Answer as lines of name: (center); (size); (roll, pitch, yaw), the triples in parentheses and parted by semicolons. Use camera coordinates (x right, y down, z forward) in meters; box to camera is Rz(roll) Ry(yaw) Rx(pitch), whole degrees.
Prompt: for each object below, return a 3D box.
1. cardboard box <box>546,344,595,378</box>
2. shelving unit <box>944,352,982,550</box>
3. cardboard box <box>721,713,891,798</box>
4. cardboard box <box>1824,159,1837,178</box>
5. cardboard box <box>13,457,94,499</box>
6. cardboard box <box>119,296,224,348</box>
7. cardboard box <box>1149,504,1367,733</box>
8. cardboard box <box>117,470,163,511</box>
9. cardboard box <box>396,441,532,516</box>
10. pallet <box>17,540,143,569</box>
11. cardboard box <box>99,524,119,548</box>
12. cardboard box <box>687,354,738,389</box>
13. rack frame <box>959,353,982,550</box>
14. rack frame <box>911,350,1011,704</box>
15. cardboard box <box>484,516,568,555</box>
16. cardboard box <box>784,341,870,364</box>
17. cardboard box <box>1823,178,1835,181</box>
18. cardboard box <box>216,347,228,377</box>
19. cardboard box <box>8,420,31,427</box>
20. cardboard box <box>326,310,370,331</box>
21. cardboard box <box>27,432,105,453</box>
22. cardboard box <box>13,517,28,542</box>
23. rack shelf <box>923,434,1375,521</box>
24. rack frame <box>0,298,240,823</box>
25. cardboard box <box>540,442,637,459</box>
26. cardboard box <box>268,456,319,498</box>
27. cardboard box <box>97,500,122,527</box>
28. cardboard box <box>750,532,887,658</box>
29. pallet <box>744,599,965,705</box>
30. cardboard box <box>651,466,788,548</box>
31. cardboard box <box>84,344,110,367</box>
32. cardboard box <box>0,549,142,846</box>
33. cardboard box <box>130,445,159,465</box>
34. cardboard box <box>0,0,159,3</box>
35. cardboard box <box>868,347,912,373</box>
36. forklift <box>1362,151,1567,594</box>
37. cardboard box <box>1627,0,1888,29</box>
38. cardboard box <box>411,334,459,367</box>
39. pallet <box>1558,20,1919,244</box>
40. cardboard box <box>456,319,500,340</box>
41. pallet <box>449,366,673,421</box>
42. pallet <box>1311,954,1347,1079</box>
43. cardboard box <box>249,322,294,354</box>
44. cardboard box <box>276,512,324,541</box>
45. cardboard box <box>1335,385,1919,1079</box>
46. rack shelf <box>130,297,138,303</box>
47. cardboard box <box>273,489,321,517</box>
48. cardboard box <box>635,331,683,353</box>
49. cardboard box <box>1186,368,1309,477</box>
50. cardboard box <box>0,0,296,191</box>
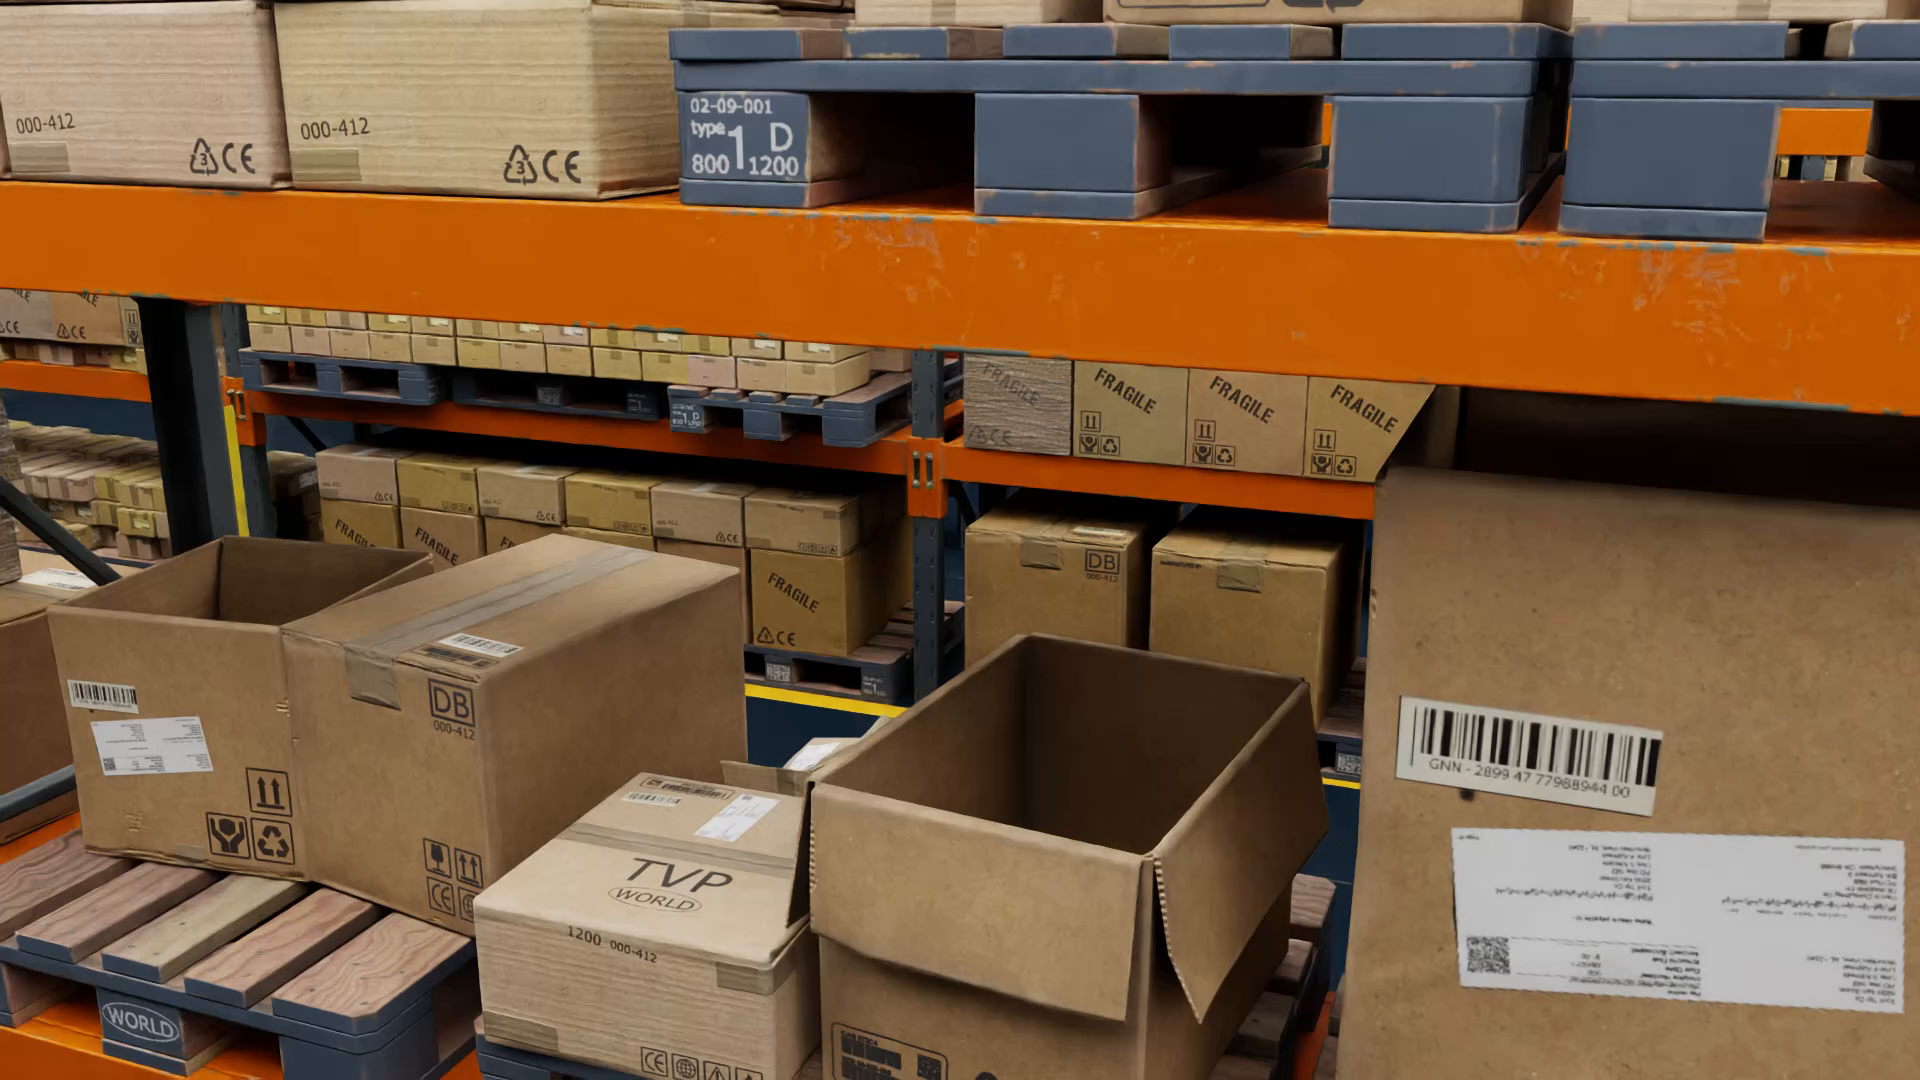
cardboard box: (-1.798, -0.905, 8.107); (0.250, 0.149, 0.380); (7, 18, 22)
shelving unit: (-0.154, -1.025, 10.439); (0.503, 2.100, 0.431); (6, 17, 21)
cardboard box: (-0.243, 0.480, 3.129); (0.258, 0.266, 0.396); (6, 17, 19)
cardboard box: (7.752, -3.327, 14.876); (0.250, 0.149, 0.380); (7, 17, 21)
cardboard box: (-5.367, -0.371, 9.863); (0.250, 0.149, 0.380); (6, 17, 19)
cardboard box: (-4.254, -1.336, 9.183); (0.500, 0.500, 0.500); (6, 17, 21)
cardboard box: (1.368, 0.293, 7.566); (0.750, 0.750, 1.050); (7, 17, 21)
cardboard box: (-4.614, -0.296, 9.605); (0.250, 0.149, 0.380); (6, 17, 20)
cardboard box: (-2.614, -0.332, 8.824); (0.500, 0.250, 0.500); (7, 18, 22)
pallet: (-5.477, -0.014, 10.343); (1.213, 0.211, 1.003); (6, 17, 21)
cardboard box: (-4.871, -0.070, 9.896); (0.250, 0.149, 0.380); (6, 17, 19)
cardboard box: (-1.077, -0.824, 7.830); (0.250, 0.149, 0.380); (7, 17, 22)
rack frame: (0.073, -1.000, 10.353); (0.015, 2.100, 0.400); (6, 17, 21)
rack frame: (0.020, -0.760, 7.911); (0.127, 3.000, 1.000); (6, 17, 21)
cardboard box: (-2.125, 0.078, 8.756); (0.500, 0.500, 0.500); (7, 17, 22)
cardboard box: (-0.606, -0.916, 7.613); (0.250, 0.149, 0.380); (7, 17, 22)
cardboard box: (7.723, -3.165, 14.853); (0.250, 0.149, 0.380); (7, 17, 22)
cardboard box: (-4.052, -1.017, 9.247); (0.250, 0.149, 0.380); (6, 17, 20)
cardboard box: (-6.336, -0.674, 10.908); (0.250, 0.149, 0.380); (6, 17, 19)
cardboard box: (-3.021, -1.181, 8.526); (0.250, 0.149, 0.380); (7, 17, 22)
cardboard box: (-5.644, -0.562, 10.523); (0.250, 0.149, 0.380); (6, 17, 19)
cardboard box: (-5.608, -0.119, 10.065); (0.250, 0.149, 0.380); (6, 17, 21)
rack shelf: (1.881, -0.210, 7.306); (4.000, 0.370, 1.077); (6, 17, 21)
rack frame: (-1.894, 0.516, 3.515); (0.127, 3.000, 1.000); (6, 17, 21)
cardboard box: (-1.945, -0.413, 9.103); (0.500, 0.250, 0.500); (5, 17, 18)
cardboard box: (-3.945, -0.376, 9.883); (0.250, 0.149, 0.380); (7, 18, 23)
cardboard box: (-4.820, -0.193, 9.784); (0.250, 0.149, 0.380); (6, 17, 21)
cardboard box: (-0.688, 0.239, 8.199); (0.500, 0.500, 0.500); (6, 17, 20)
pallet: (-0.706, 0.499, 8.576); (1.213, 0.211, 1.003); (6, 17, 21)
cardboard box: (-1.186, -0.172, 8.271); (0.500, 0.250, 0.500); (7, 17, 21)
cardboard box: (-4.773, -1.102, 9.540); (0.250, 0.149, 0.380); (6, 17, 19)
cardboard box: (-2.246, 0.348, 3.916); (0.500, 0.500, 0.500); (7, 18, 22)
cardboard box: (-4.891, -0.501, 10.312); (0.250, 0.149, 0.380); (7, 17, 22)
cardboard box: (-1.080, -1.045, 2.436); (0.500, 0.500, 0.500); (6, 17, 21)
cardboard box: (-0.322, -0.939, 8.225); (0.250, 0.149, 0.380); (6, 17, 20)
forklift: (3.452, -1.094, 9.184); (3.031, 2.935, 1.130); (5, 17, 17)
cardboard box: (0.916, -0.723, 1.890); (0.258, 0.266, 0.396); (7, 18, 23)
cardboard box: (-2.542, -0.985, 8.384); (0.250, 0.149, 0.380); (5, 17, 18)
pallet: (1.292, -0.516, 2.027); (1.003, 0.211, 1.213); (6, 17, 21)
cardboard box: (-2.281, -1.100, 8.248); (0.250, 0.149, 0.380); (6, 17, 20)
pallet: (-1.836, -0.860, 8.599); (1.213, 0.211, 1.003); (6, 17, 21)
pallet: (1.170, 0.902, 2.532); (1.213, 0.211, 1.003); (6, 17, 21)
cardboard box: (-3.503, -1.090, 8.747); (0.250, 0.149, 0.380); (5, 17, 18)
cardboard box: (-3.921, -0.122, 10.075); (0.250, 0.149, 0.380); (5, 17, 18)
cardboard box: (1.140, 0.318, 2.369); (1.000, 1.000, 1.000); (6, 17, 21)
rack shelf: (-3.754, -0.783, 3.902); (4.000, 0.370, 1.077); (6, 17, 21)
cardboard box: (-3.920, -0.265, 10.031); (0.250, 0.149, 0.380); (7, 18, 23)
cardboard box: (-1.333, -0.995, 7.885); (0.250, 0.149, 0.380); (6, 17, 21)
cardboard box: (1.282, -0.589, 7.143); (0.500, 0.500, 0.500); (6, 17, 21)
cardboard box: (-1.072, -0.686, 2.544); (0.500, 0.250, 0.500); (7, 17, 22)
